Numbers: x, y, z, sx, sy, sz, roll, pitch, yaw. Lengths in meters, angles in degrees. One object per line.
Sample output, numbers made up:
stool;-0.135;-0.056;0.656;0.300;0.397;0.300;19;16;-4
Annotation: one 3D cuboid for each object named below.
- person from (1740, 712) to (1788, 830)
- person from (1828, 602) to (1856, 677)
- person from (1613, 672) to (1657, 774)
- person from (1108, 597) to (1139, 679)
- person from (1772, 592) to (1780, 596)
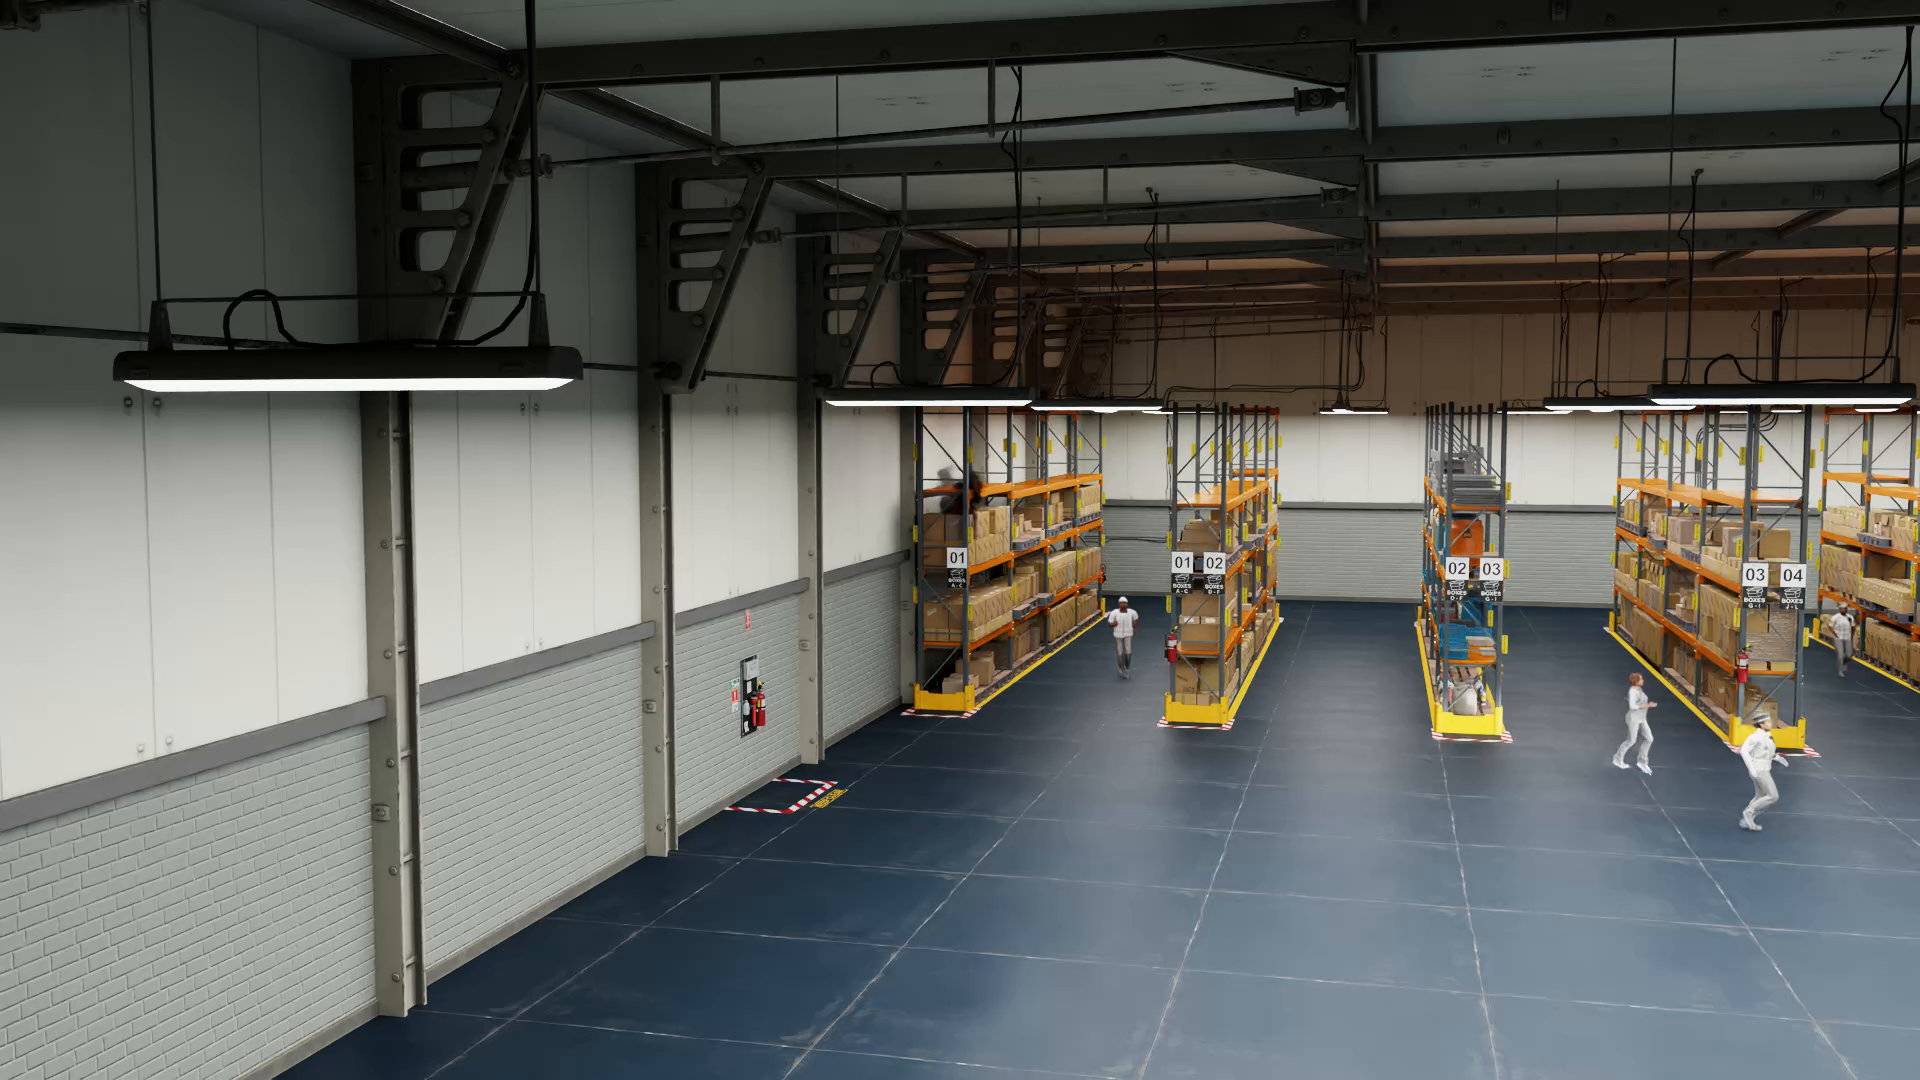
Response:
person;11.111;3.190;22.977;0.567;1.661;0.623;3;5;35
person;19.494;2.186;36.746;0.573;1.645;0.584;1;4;14
person;10.872;2.942;26.750;0.676;1.635;0.516;4;6;43
person;3.589;2.149;36.523;0.673;1.812;0.706;0;4;6
person;20.441;1.815;41.383;0.723;1.728;0.654;2;5;29
